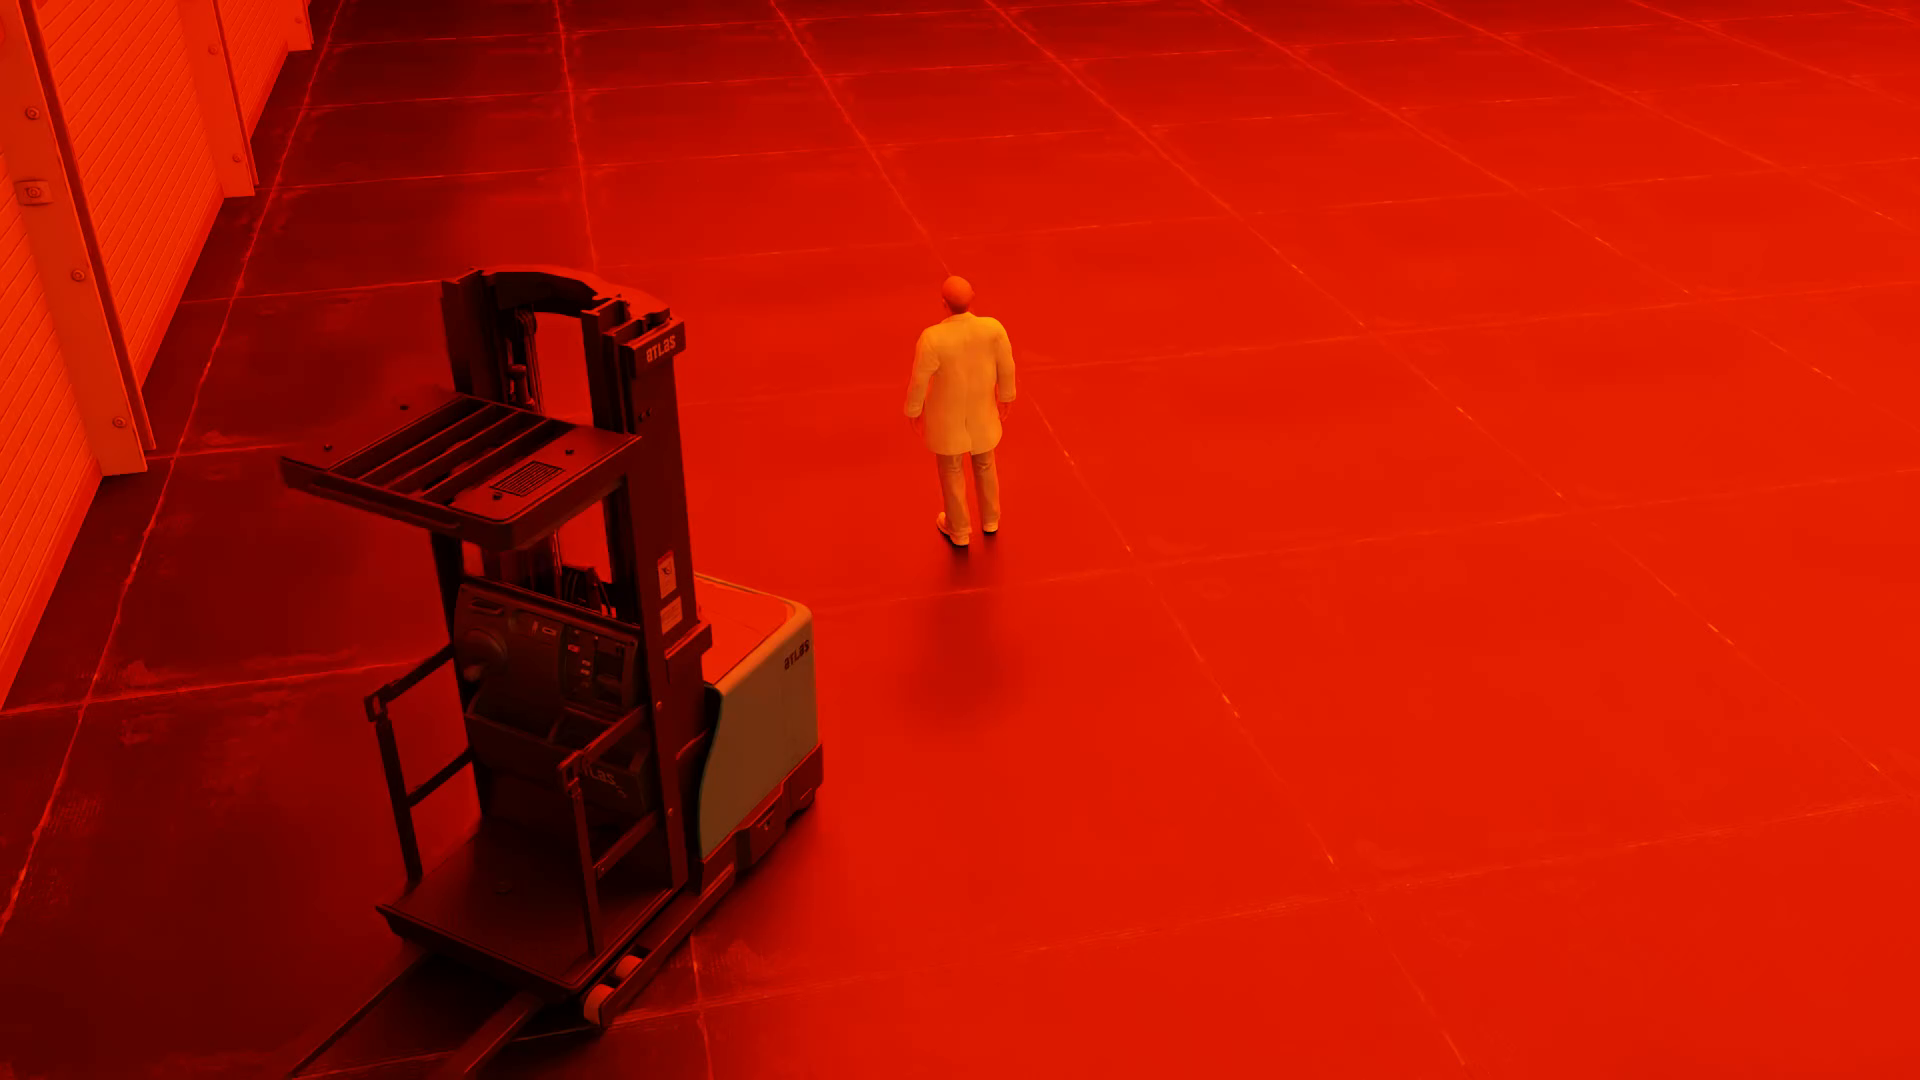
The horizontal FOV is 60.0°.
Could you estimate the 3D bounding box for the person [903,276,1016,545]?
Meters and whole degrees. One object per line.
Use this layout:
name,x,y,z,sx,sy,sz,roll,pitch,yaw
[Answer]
person,-0.018,-0.820,10.129,0.696,1.777,0.578,-7,31,-12

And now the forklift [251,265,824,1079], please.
forklift,-1.809,0.510,6.693,1.130,2.935,3.031,15,33,24
